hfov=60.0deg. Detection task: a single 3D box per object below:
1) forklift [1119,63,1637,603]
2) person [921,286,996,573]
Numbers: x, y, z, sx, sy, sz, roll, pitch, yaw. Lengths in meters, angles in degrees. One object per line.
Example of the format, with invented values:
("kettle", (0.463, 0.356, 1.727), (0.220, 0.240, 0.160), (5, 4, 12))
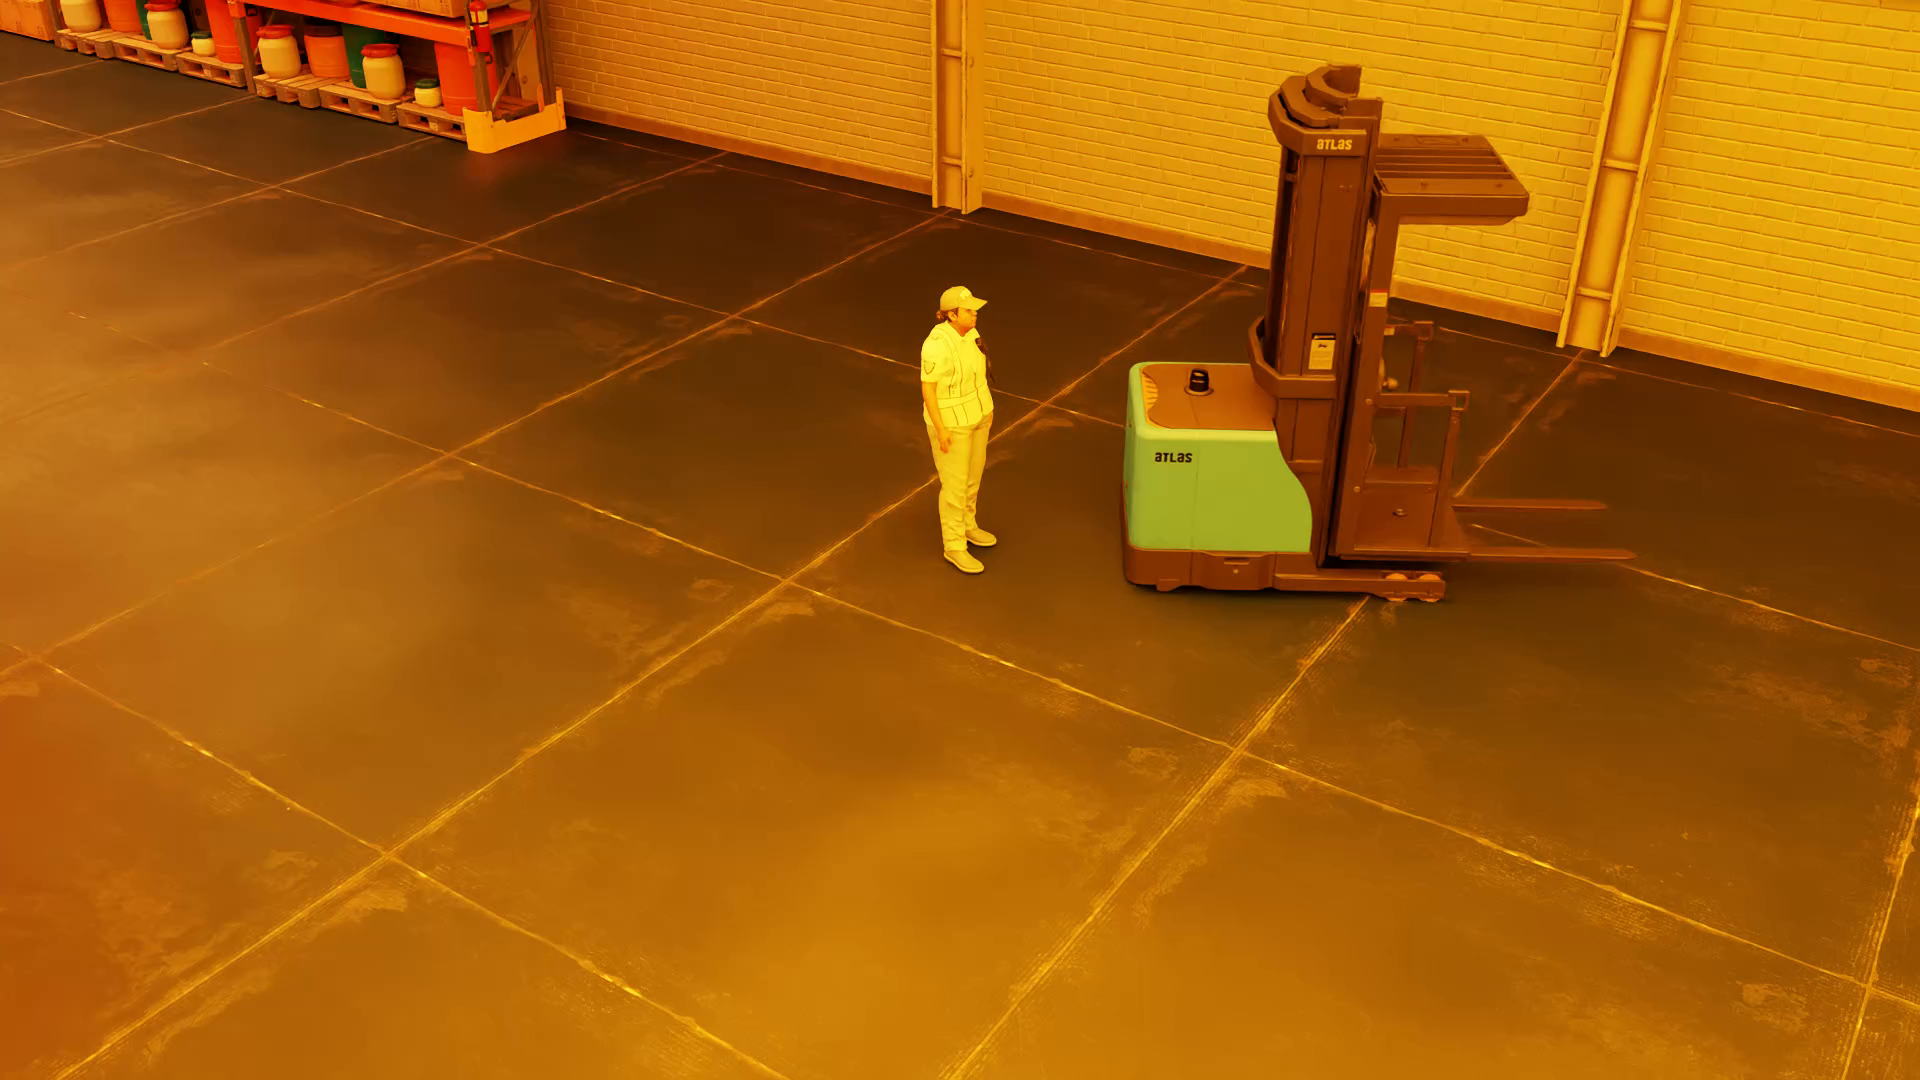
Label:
("forklift", (2.523, -1.171, 9.599), (3.031, 2.935, 1.130), (1, 30, 2))
("person", (0.051, -0.695, 10.024), (0.527, 1.670, 0.598), (19, 35, 29))
